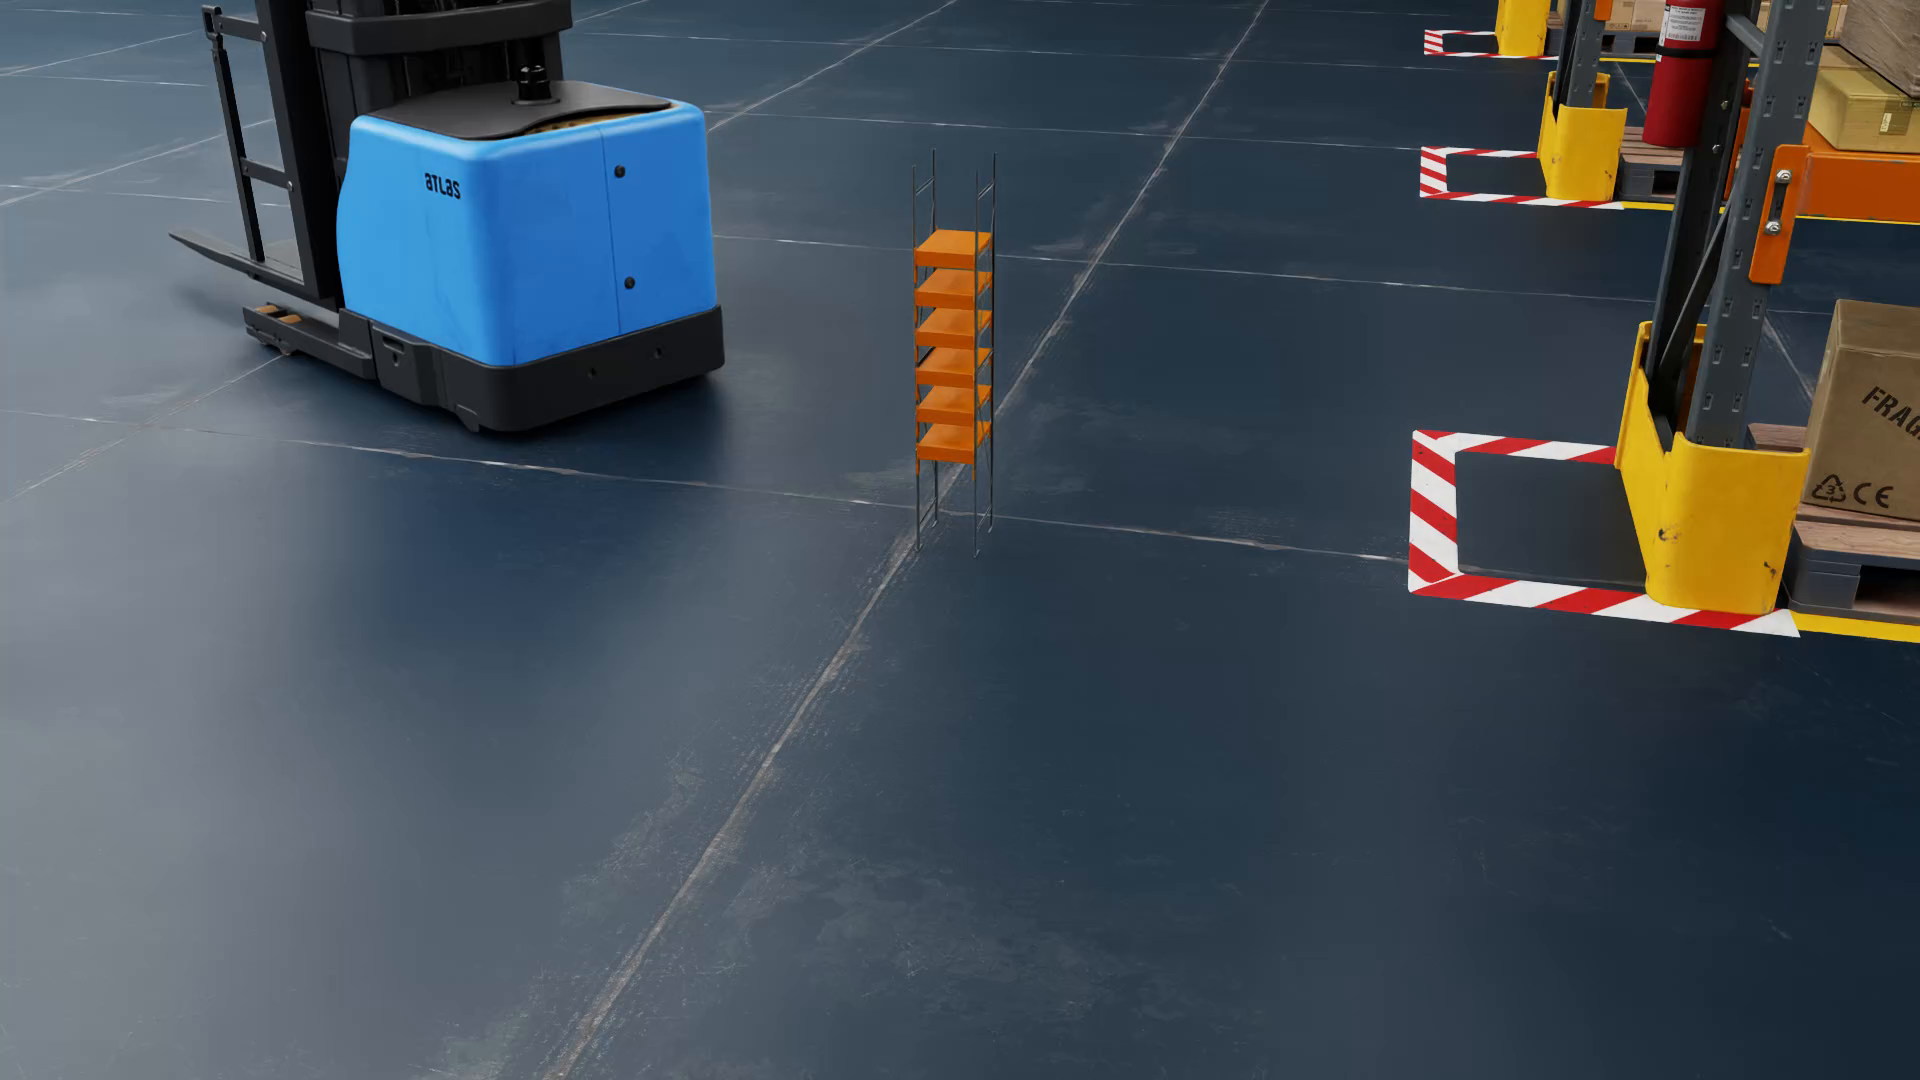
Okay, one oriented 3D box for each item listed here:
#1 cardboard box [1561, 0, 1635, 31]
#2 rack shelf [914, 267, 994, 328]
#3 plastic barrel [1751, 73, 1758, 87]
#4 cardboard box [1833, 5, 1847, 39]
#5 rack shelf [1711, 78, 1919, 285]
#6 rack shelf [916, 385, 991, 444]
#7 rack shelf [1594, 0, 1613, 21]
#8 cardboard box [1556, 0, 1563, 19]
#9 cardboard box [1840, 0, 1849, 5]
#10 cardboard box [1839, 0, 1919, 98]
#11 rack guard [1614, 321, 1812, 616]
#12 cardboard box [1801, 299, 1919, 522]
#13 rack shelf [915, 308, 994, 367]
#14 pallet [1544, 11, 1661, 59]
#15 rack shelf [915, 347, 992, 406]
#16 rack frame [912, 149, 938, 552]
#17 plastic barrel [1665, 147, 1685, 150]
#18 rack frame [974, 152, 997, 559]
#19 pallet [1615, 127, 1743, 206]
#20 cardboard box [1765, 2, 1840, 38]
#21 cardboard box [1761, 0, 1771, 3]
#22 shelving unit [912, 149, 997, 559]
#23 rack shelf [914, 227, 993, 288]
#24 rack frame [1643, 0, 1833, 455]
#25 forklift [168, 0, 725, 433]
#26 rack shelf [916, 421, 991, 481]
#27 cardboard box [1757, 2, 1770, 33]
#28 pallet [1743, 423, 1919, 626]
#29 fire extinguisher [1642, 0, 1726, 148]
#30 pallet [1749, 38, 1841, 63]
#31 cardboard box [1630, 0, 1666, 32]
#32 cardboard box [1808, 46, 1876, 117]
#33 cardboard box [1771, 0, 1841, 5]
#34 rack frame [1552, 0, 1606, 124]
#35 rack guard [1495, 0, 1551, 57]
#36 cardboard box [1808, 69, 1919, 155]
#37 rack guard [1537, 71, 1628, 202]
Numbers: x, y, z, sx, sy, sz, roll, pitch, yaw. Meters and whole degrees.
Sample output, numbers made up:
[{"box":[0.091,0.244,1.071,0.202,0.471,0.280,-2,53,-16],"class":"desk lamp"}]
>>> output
[{"box":[5.189,-4.321,13.547,0.500,0.250,0.500,6,26,13],"class":"cardboard box"},{"box":[-0.014,-0.720,4.911,0.180,0.103,0.258,6,26,13],"class":"rack shelf"},{"box":[4.630,-2.435,9.281,0.421,0.512,0.421,0,25,0],"class":"plastic barrel"},{"box":[7.126,-4.107,13.096,0.500,0.250,0.500,6,26,13],"class":"cardboard box"},{"box":[4.191,-0.860,4.404,4.000,0.370,1.077,6,26,13],"class":"rack shelf"},{"box":[-0.014,-0.395,5.066,0.180,0.103,0.258,6,26,13],"class":"rack shelf"},{"box":[5.425,-2.922,8.735,4.000,0.370,1.077,6,26,13],"class":"rack shelf"},{"box":[5.318,-4.537,14.000,0.500,0.250,0.500,6,26,13],"class":"cardboard box"},{"box":[7.129,-4.450,12.946,0.500,0.500,0.500,6,26,13],"class":"cardboard box"},{"box":[2.780,-1.508,4.466,0.500,0.500,0.875,6,26,13],"class":"cardboard box"},{"box":[2.328,-0.262,5.220,0.348,0.500,1.175,6,26,13],"class":"rack guard"},{"box":[2.855,-0.386,4.991,0.500,0.500,0.500,11,28,23],"class":"cardboard box"},{"box":[-0.014,-0.612,4.963,0.180,0.103,0.258,6,26,13],"class":"rack shelf"},{"box":[5.476,-4.200,13.825,1.213,0.211,1.003,6,26,13],"class":"pallet"},{"box":[-0.014,-0.503,5.014,0.180,0.103,0.258,6,26,13],"class":"rack shelf"},{"box":[-0.103,-0.553,5.016,0.006,1.200,0.240,6,26,13],"class":"rack frame"},{"box":[4.144,-2.489,9.394,0.421,0.512,0.421,0,25,0],"class":"plastic barrel"},{"box":[0.075,-0.533,4.975,0.006,1.200,0.240,6,26,13],"class":"rack frame"},{"box":[4.358,-2.124,9.467,1.213,0.211,1.003,6,26,13],"class":"pallet"},{"box":[6.641,-4.160,13.208,0.500,0.250,0.500,6,26,13],"class":"cardboard box"},{"box":[6.161,-4.559,13.174,0.500,0.500,0.500,6,26,13],"class":"cardboard box"},{"box":[-0.014,-0.543,4.995,0.189,1.200,0.258,6,26,13],"class":"shelving unit"},{"box":[-0.014,-0.828,4.860,0.180,0.103,0.258,6,26,13],"class":"rack shelf"},{"box":[2.254,-1.399,4.699,0.127,3.000,1.000,6,26,13],"class":"rack frame"},{"box":[-2.352,-2.228,6.519,3.031,2.935,1.130,21,33,38],"class":"forklift"},{"box":[-0.014,-0.286,5.118,0.180,0.103,0.258,6,26,13],"class":"rack shelf"},{"box":[6.158,-4.215,13.325,0.500,0.250,0.500,6,26,13],"class":"cardboard box"},{"box":[3.106,-0.030,5.068,1.213,0.211,1.003,6,26,13],"class":"pallet"},{"box":[2.258,-1.568,5.145,0.183,0.674,0.296,6,26,13],"class":"fire extinguisher"},{"box":[6.654,-4.068,13.549,1.213,0.211,1.003,6,26,13],"class":"pallet"},{"box":[5.674,-4.269,13.438,0.500,0.250,0.500,6,26,13],"class":"cardboard box"},{"box":[2.581,-1.341,4.870,0.250,0.149,0.380,6,26,13],"class":"cardboard box"},{"box":[6.641,-4.498,13.046,0.500,0.500,0.500,6,26,13],"class":"cardboard box"},{"box":[3.488,-3.461,9.031,0.127,3.000,1.000,6,26,13],"class":"rack frame"},{"box":[4.702,-4.397,13.904,0.348,0.500,1.175,6,26,13],"class":"rack guard"},{"box":[2.471,-1.156,4.481,0.250,0.149,0.380,6,26,13],"class":"cardboard box"},{"box":[3.573,-2.344,9.592,0.348,0.500,1.175,6,26,13],"class":"rack guard"}]
